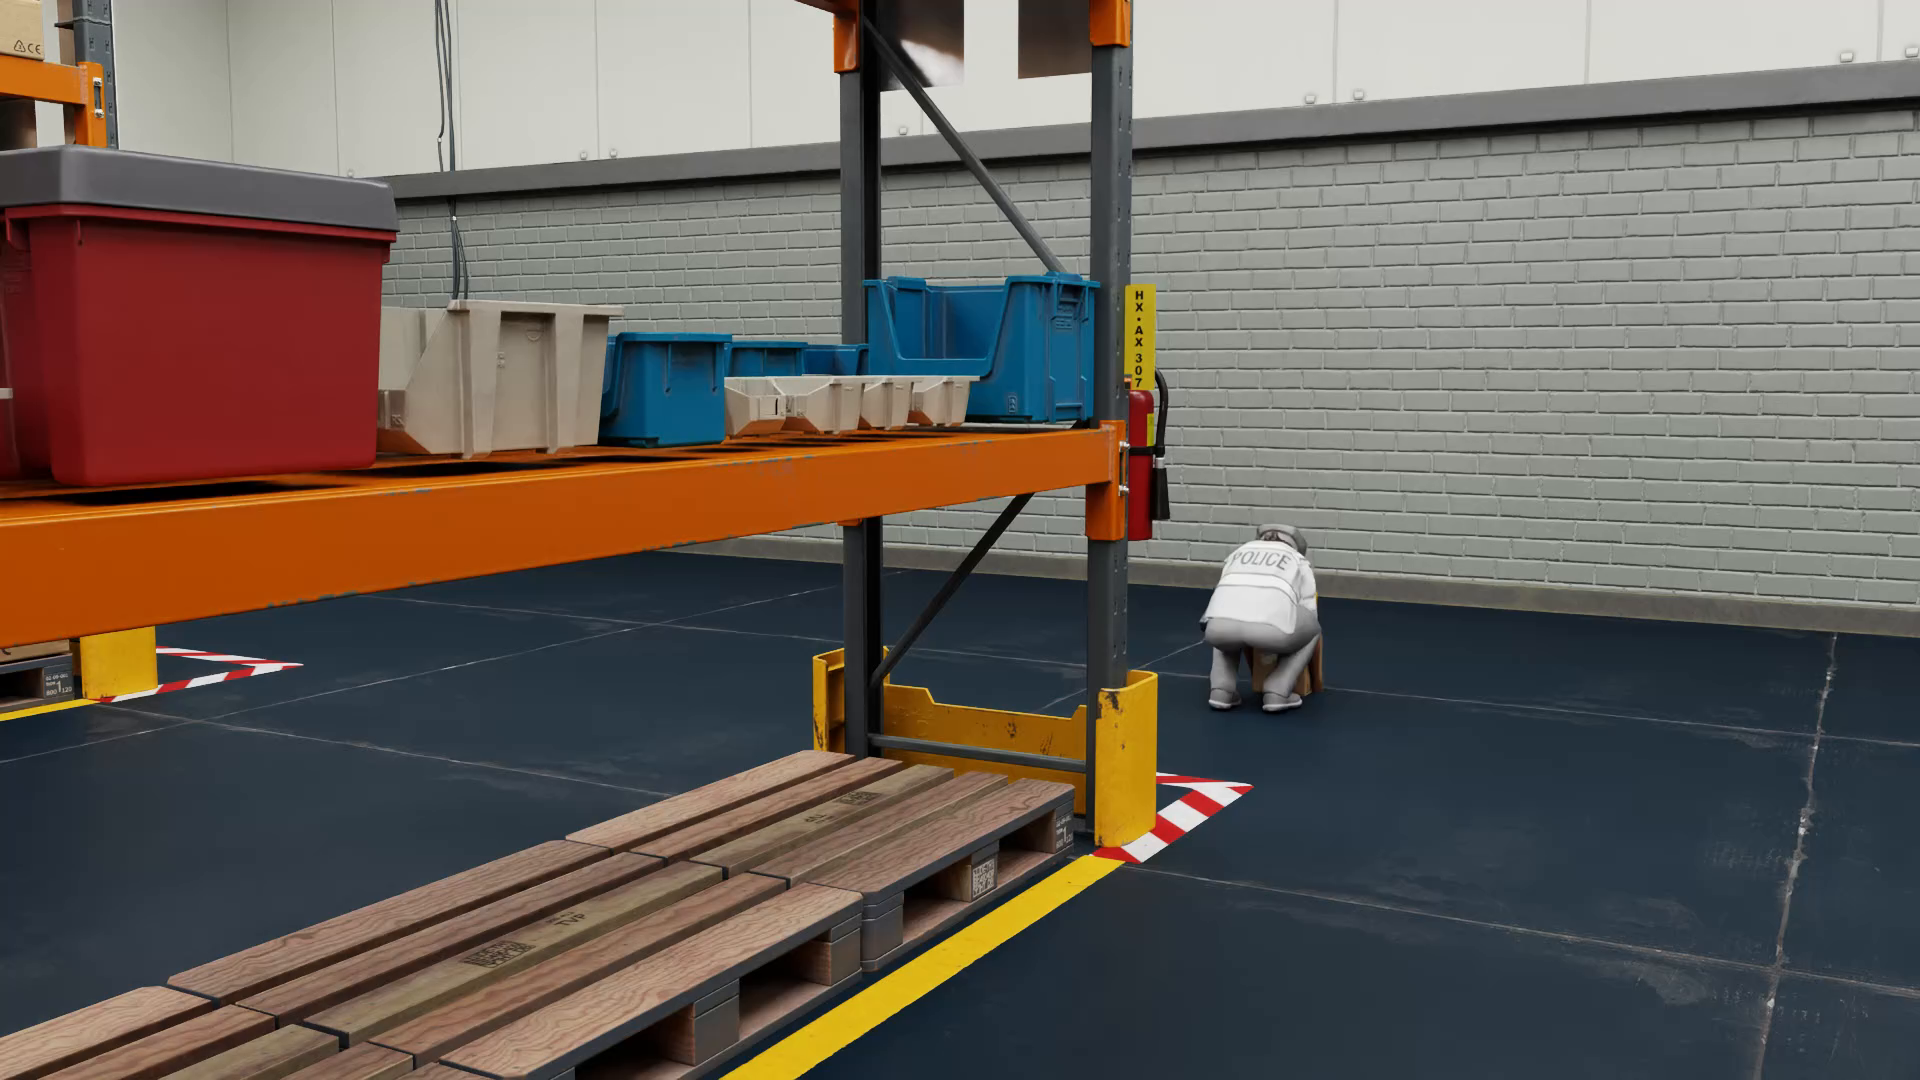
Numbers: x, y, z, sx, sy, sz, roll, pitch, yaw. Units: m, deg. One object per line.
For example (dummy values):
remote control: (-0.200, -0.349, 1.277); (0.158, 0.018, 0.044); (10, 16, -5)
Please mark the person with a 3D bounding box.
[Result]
person: (1.356, 0.375, 7.399); (0.467, 0.848, 0.896); (3, 7, 28)
